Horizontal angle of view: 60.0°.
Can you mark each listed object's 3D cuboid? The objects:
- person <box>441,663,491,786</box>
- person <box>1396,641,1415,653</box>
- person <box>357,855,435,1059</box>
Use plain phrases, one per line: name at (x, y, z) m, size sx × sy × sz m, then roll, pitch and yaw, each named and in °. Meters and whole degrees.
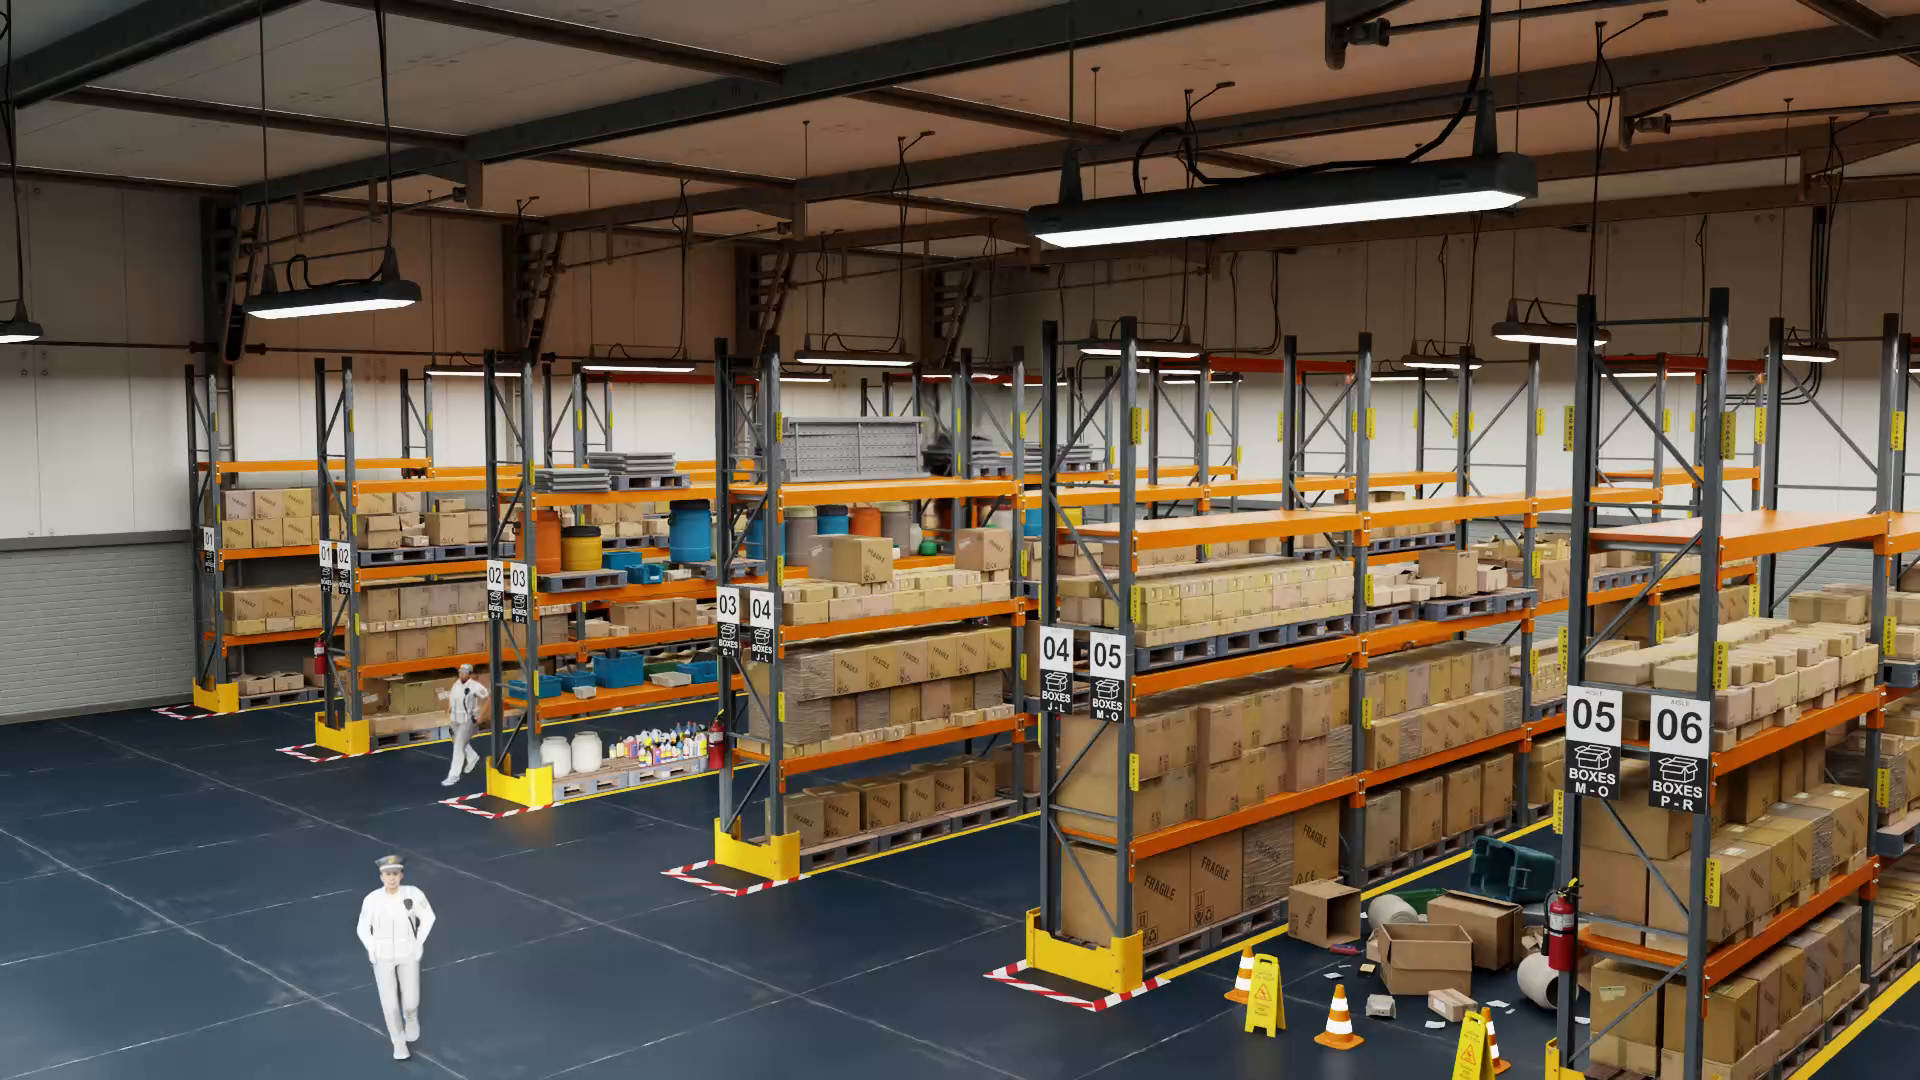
person at (-6.905, 2.550, 23.321) m, size 0.658 × 1.670 × 0.854 m, roll 2°, pitch 5°, yaw 27°
person at (6.860, 2.329, 25.627) m, size 0.664 × 1.750 × 0.624 m, roll 3°, pitch 6°, yaw 38°
person at (-4.495, 3.321, 13.262) m, size 0.592 × 1.651 × 0.501 m, roll -1°, pitch 5°, yaw -16°
